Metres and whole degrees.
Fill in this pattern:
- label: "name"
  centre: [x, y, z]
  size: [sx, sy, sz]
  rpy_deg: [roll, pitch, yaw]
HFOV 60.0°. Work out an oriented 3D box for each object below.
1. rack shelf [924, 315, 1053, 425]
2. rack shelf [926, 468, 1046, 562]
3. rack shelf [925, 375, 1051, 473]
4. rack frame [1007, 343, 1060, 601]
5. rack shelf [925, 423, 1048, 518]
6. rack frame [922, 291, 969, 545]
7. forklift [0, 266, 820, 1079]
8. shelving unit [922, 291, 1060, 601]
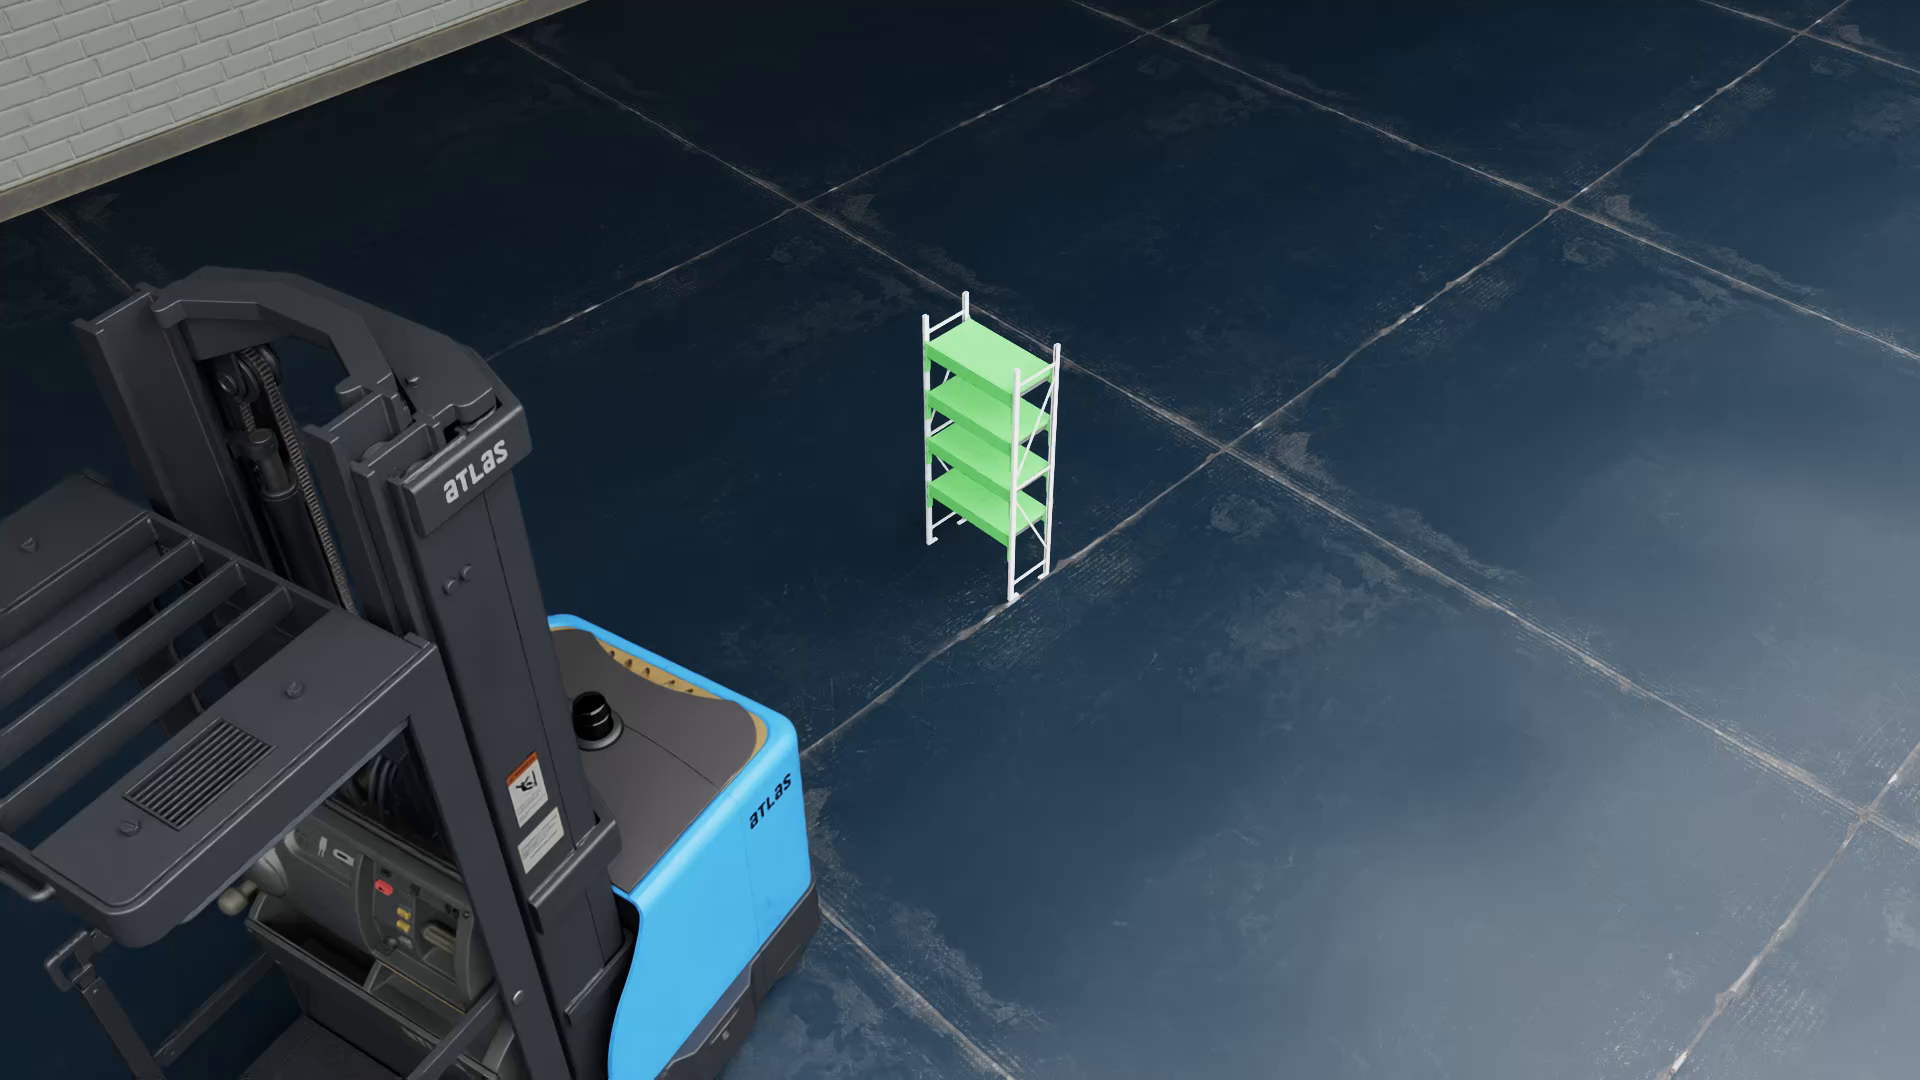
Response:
- label: "rack shelf"
  centre: [0.117, -0.667, 6.474]
  size: [0.258, 0.148, 0.480]
  rpy_deg: [-34, 53, -31]
- label: "rack shelf"
  centre: [0.117, -0.138, 6.963]
  size: [0.258, 0.148, 0.480]
  rpy_deg: [-34, 53, -31]
- label: "rack shelf"
  centre: [0.117, -0.490, 6.637]
  size: [0.258, 0.148, 0.480]
  rpy_deg: [-34, 53, -31]
- label: "rack frame"
  centre: [0.289, -0.244, 6.630]
  size: [0.240, 1.200, 0.015]
  rpy_deg: [-34, 53, -31]
- label: "rack shelf"
  centre: [0.117, -0.314, 6.800]
  size: [0.258, 0.148, 0.480]
  rpy_deg: [-34, 53, -31]
- label: "rack frame"
  centre: [-0.055, -0.478, 6.884]
  size: [0.240, 1.200, 0.015]
  rpy_deg: [-34, 53, -31]
- label: "forklift"
  centre: [-1.675, 0.955, 4.057]
  size: [1.130, 2.935, 3.031]
  rpy_deg: [22, 47, 22]
- label: "shelving unit"
  centre: [0.117, -0.361, 6.757]
  size: [0.258, 1.200, 0.503]
  rpy_deg: [-34, 53, -31]
